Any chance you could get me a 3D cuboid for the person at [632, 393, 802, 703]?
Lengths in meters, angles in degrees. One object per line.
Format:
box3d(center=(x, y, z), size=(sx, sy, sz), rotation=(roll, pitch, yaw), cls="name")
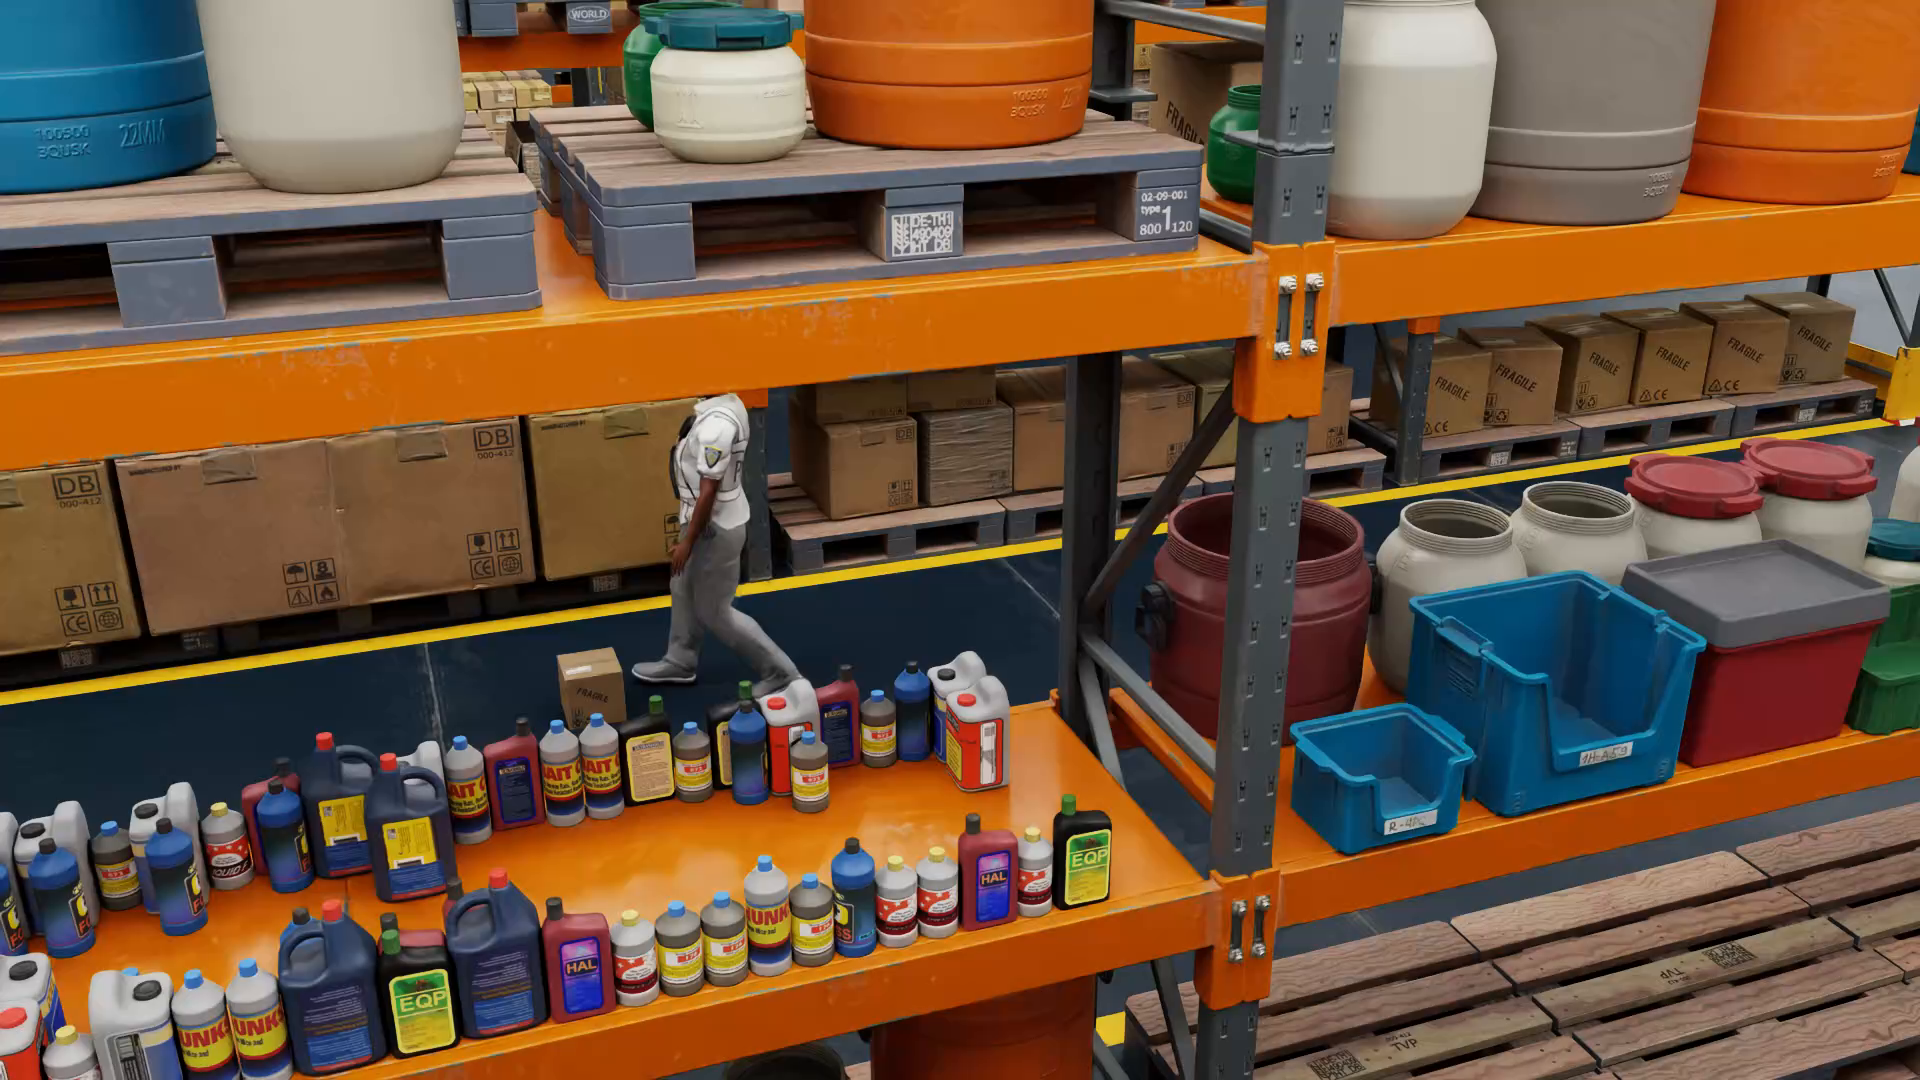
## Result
box3d(center=(-1.104, -0.069, 7.225), size=(0.787, 1.645, 0.463), rotation=(-2, 23, -5), cls="person")
